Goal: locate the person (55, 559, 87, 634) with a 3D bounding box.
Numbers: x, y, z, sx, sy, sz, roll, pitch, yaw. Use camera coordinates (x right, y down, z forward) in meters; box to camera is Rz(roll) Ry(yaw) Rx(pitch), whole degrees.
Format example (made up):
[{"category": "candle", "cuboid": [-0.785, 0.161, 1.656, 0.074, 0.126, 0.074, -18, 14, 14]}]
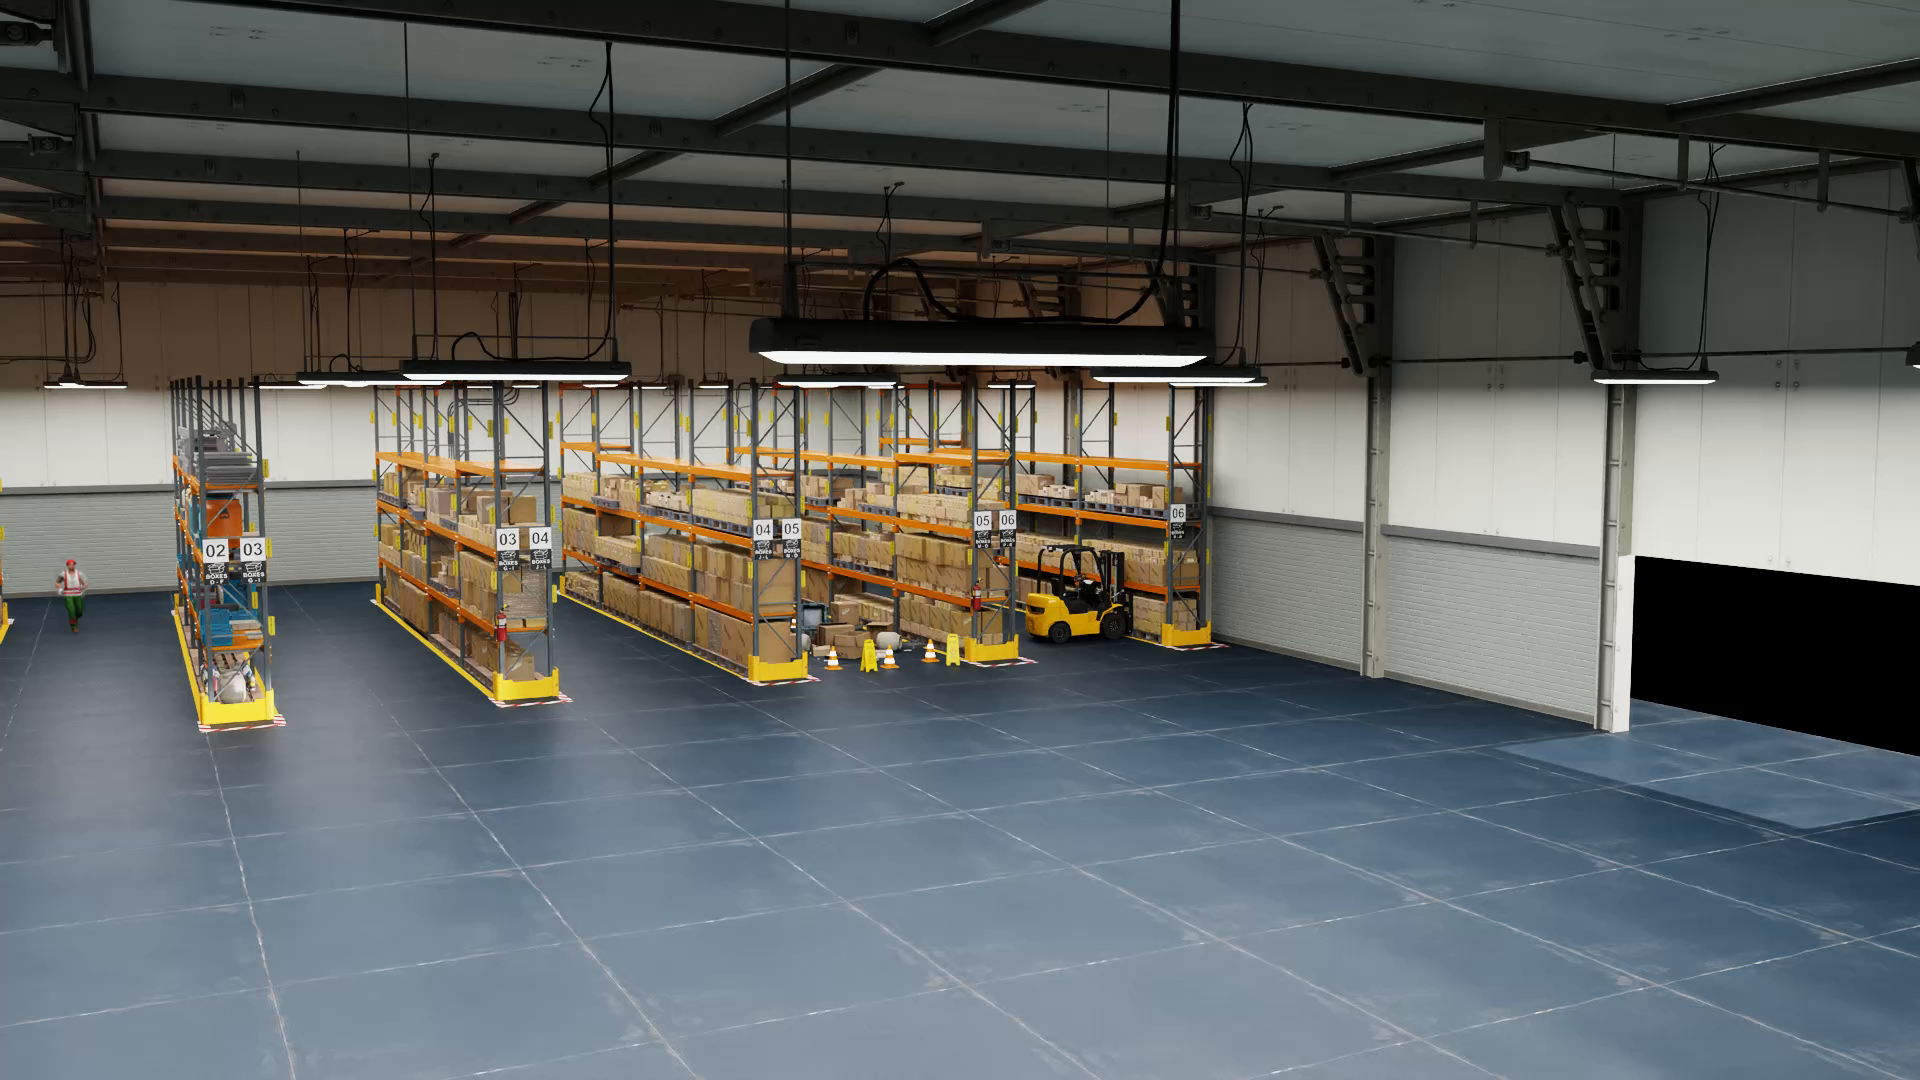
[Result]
[{"category": "person", "cuboid": [-21.107, 1.332, 39.545, 0.668, 1.758, 0.850, -4, 6, -38]}]
